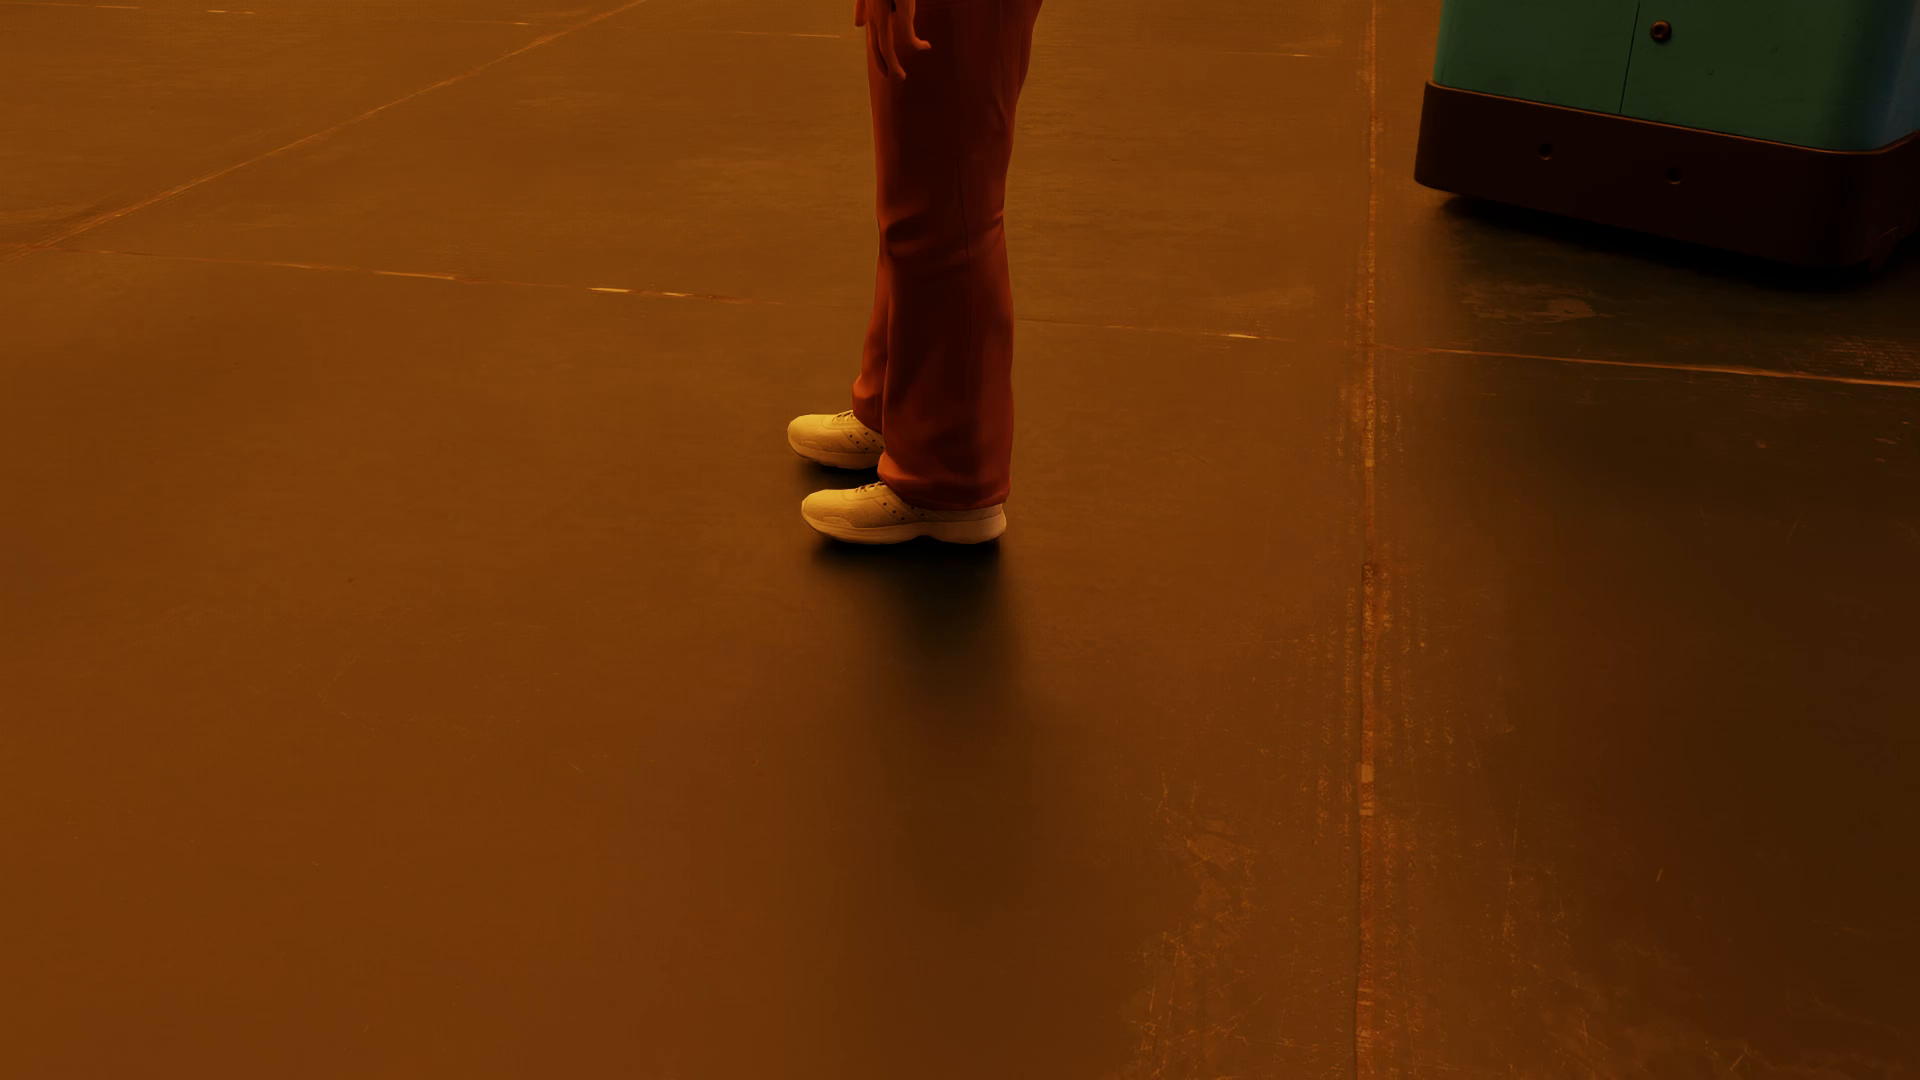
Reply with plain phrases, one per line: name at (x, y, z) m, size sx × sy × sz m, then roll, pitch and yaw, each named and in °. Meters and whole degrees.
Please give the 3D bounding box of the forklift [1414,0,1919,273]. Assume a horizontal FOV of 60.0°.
forklift at (2.525, -2.436, 4.074) m, size 3.031 × 2.935 × 1.130 m, roll -24°, pitch 35°, yaw -39°

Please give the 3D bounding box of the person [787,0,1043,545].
person at (-0.070, -0.767, 2.144) m, size 0.548 × 1.673 × 0.553 m, roll 6°, pitch 27°, yaw 11°
